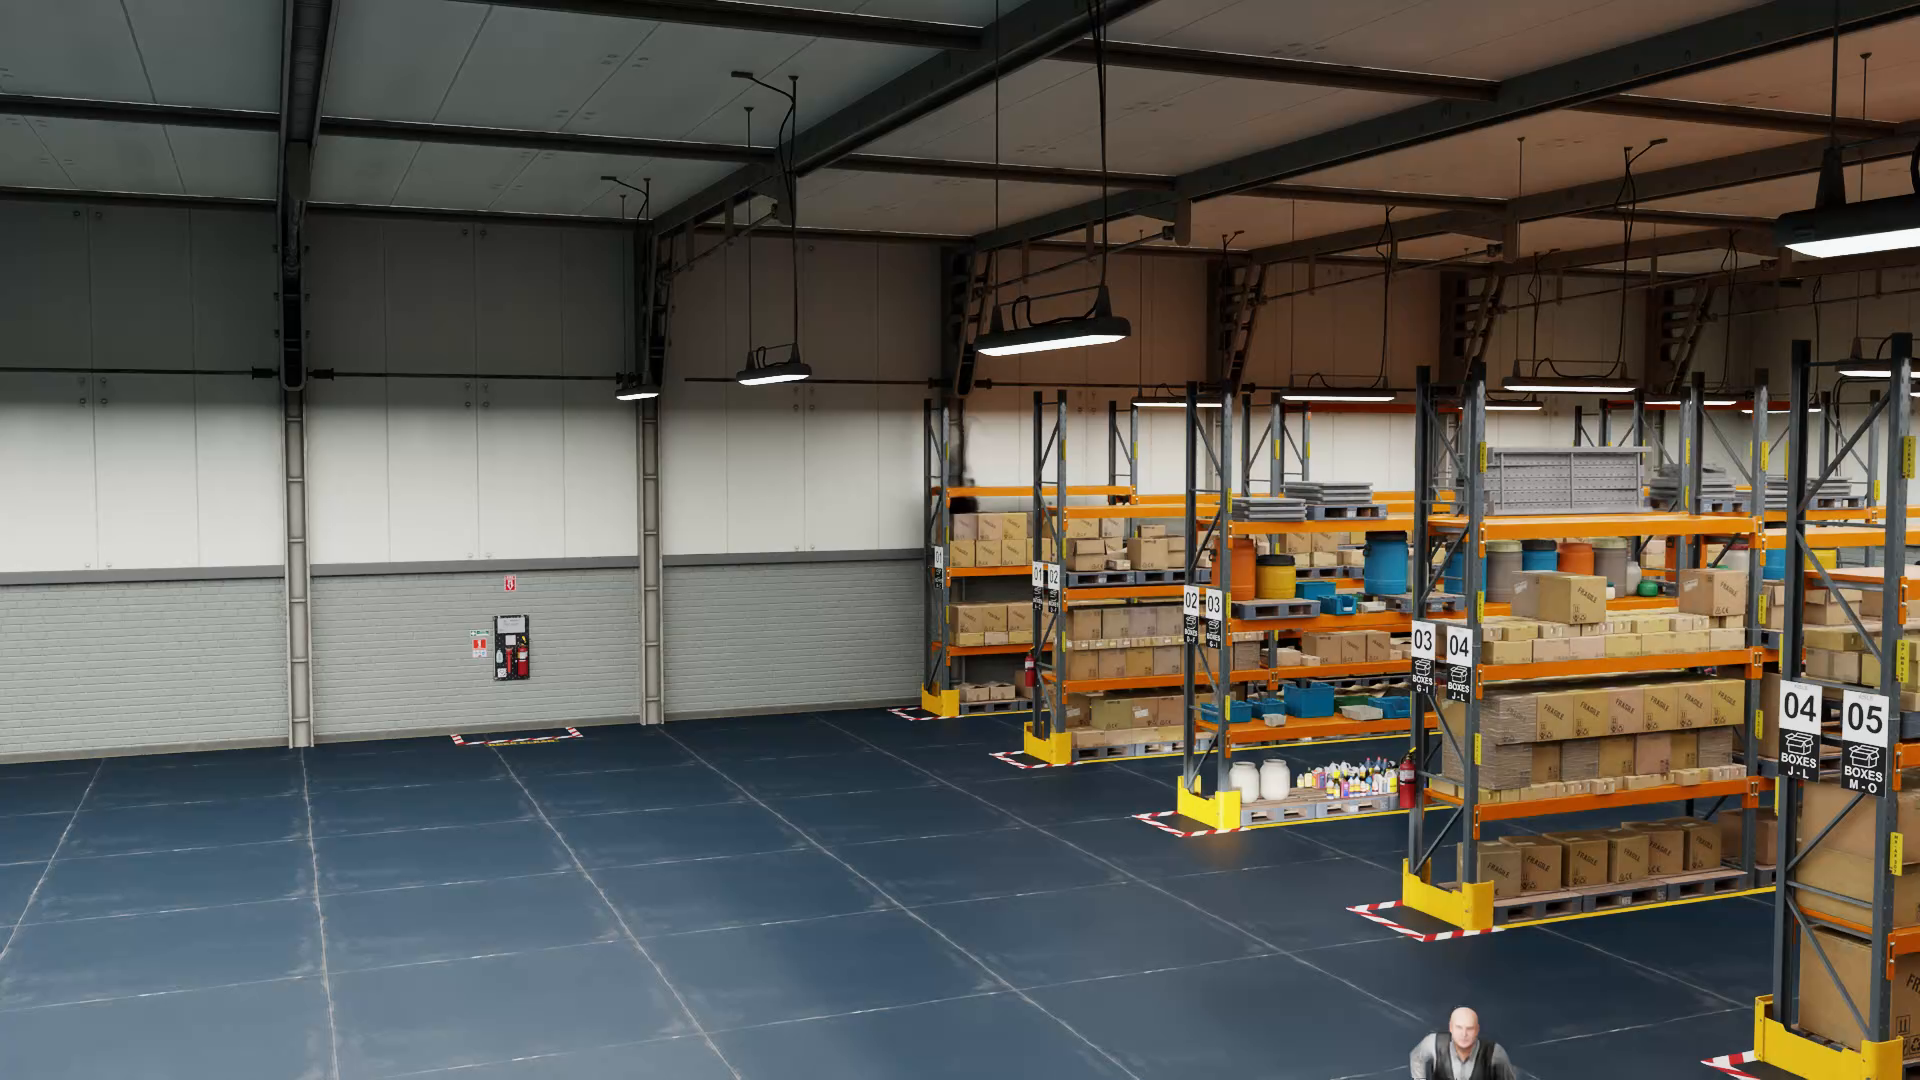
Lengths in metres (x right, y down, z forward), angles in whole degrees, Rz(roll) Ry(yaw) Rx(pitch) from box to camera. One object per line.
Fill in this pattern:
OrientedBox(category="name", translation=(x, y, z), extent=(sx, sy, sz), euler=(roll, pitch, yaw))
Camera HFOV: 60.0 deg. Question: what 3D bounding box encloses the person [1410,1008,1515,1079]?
OrientedBox(category="person", translation=(3.196, 3.732, 10.593), extent=(0.649, 1.653, 0.739), euler=(1, 3, 15))
